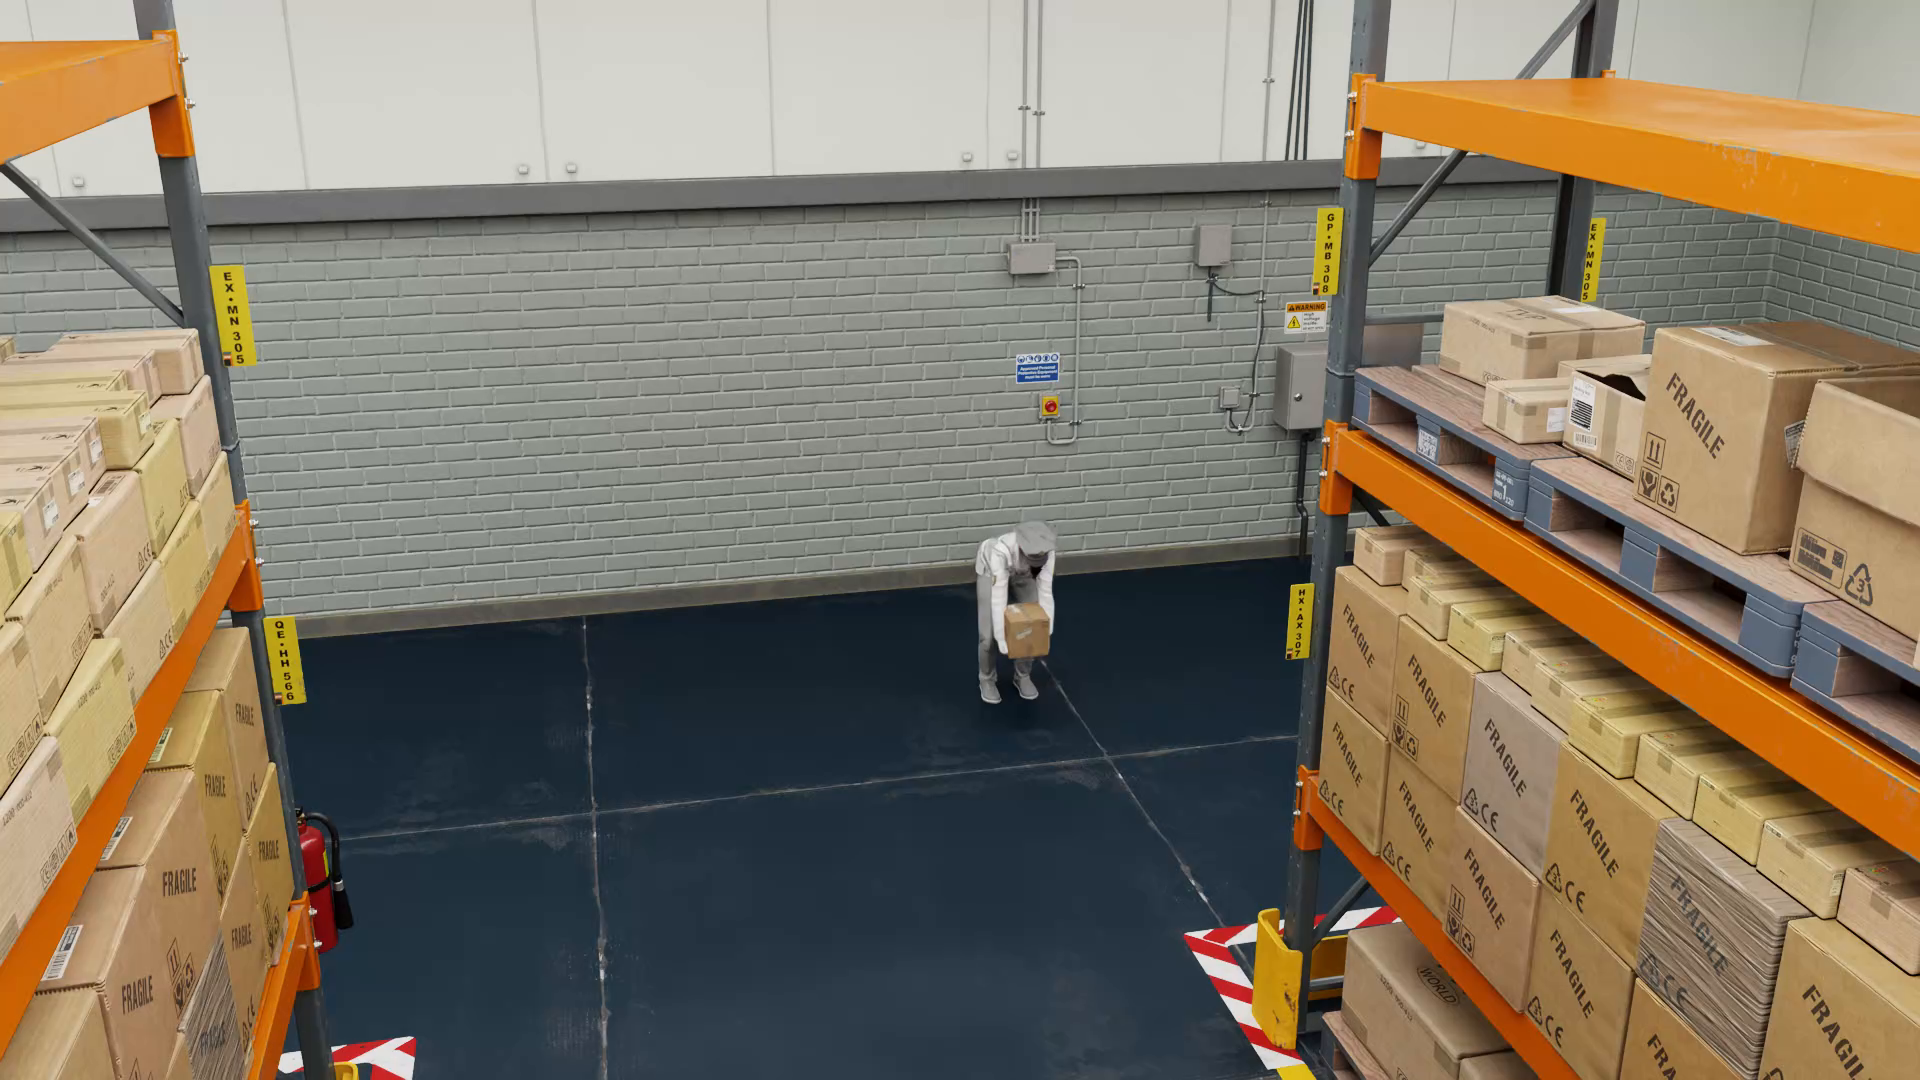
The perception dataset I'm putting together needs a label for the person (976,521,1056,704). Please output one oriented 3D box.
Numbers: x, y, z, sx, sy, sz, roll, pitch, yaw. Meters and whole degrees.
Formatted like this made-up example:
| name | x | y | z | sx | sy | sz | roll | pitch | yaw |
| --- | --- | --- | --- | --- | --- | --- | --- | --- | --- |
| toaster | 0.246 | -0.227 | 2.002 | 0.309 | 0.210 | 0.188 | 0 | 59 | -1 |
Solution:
| name | x | y | z | sx | sy | sz | roll | pitch | yaw |
| --- | --- | --- | --- | --- | --- | --- | --- | --- | --- |
| person | 0.360 | 0.440 | 10.351 | 0.417 | 1.327 | 0.858 | -5 | 20 | -14 |
